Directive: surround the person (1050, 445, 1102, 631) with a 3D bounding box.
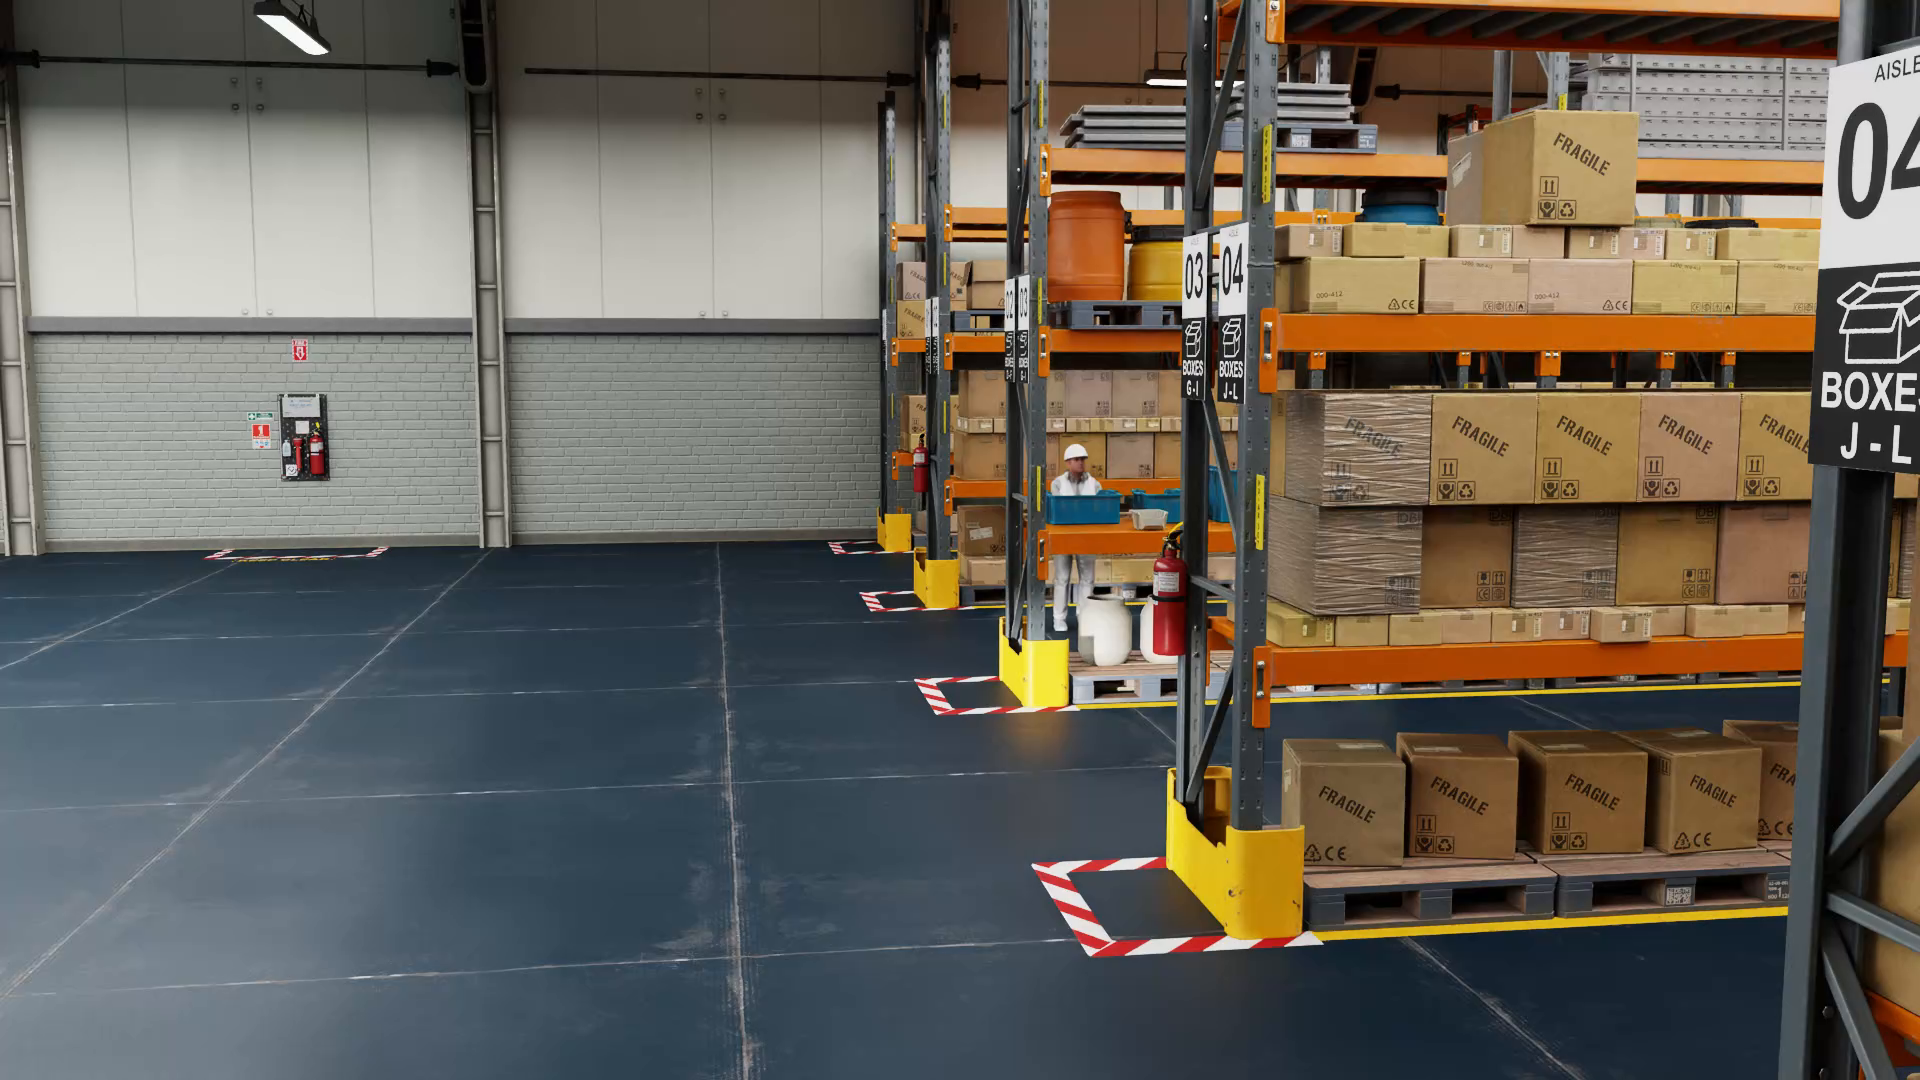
[{"bbox_3d":[1.120,-0.015,15.760,0.494,1.765,0.546,-1,6,-8],"label":"person"}]
